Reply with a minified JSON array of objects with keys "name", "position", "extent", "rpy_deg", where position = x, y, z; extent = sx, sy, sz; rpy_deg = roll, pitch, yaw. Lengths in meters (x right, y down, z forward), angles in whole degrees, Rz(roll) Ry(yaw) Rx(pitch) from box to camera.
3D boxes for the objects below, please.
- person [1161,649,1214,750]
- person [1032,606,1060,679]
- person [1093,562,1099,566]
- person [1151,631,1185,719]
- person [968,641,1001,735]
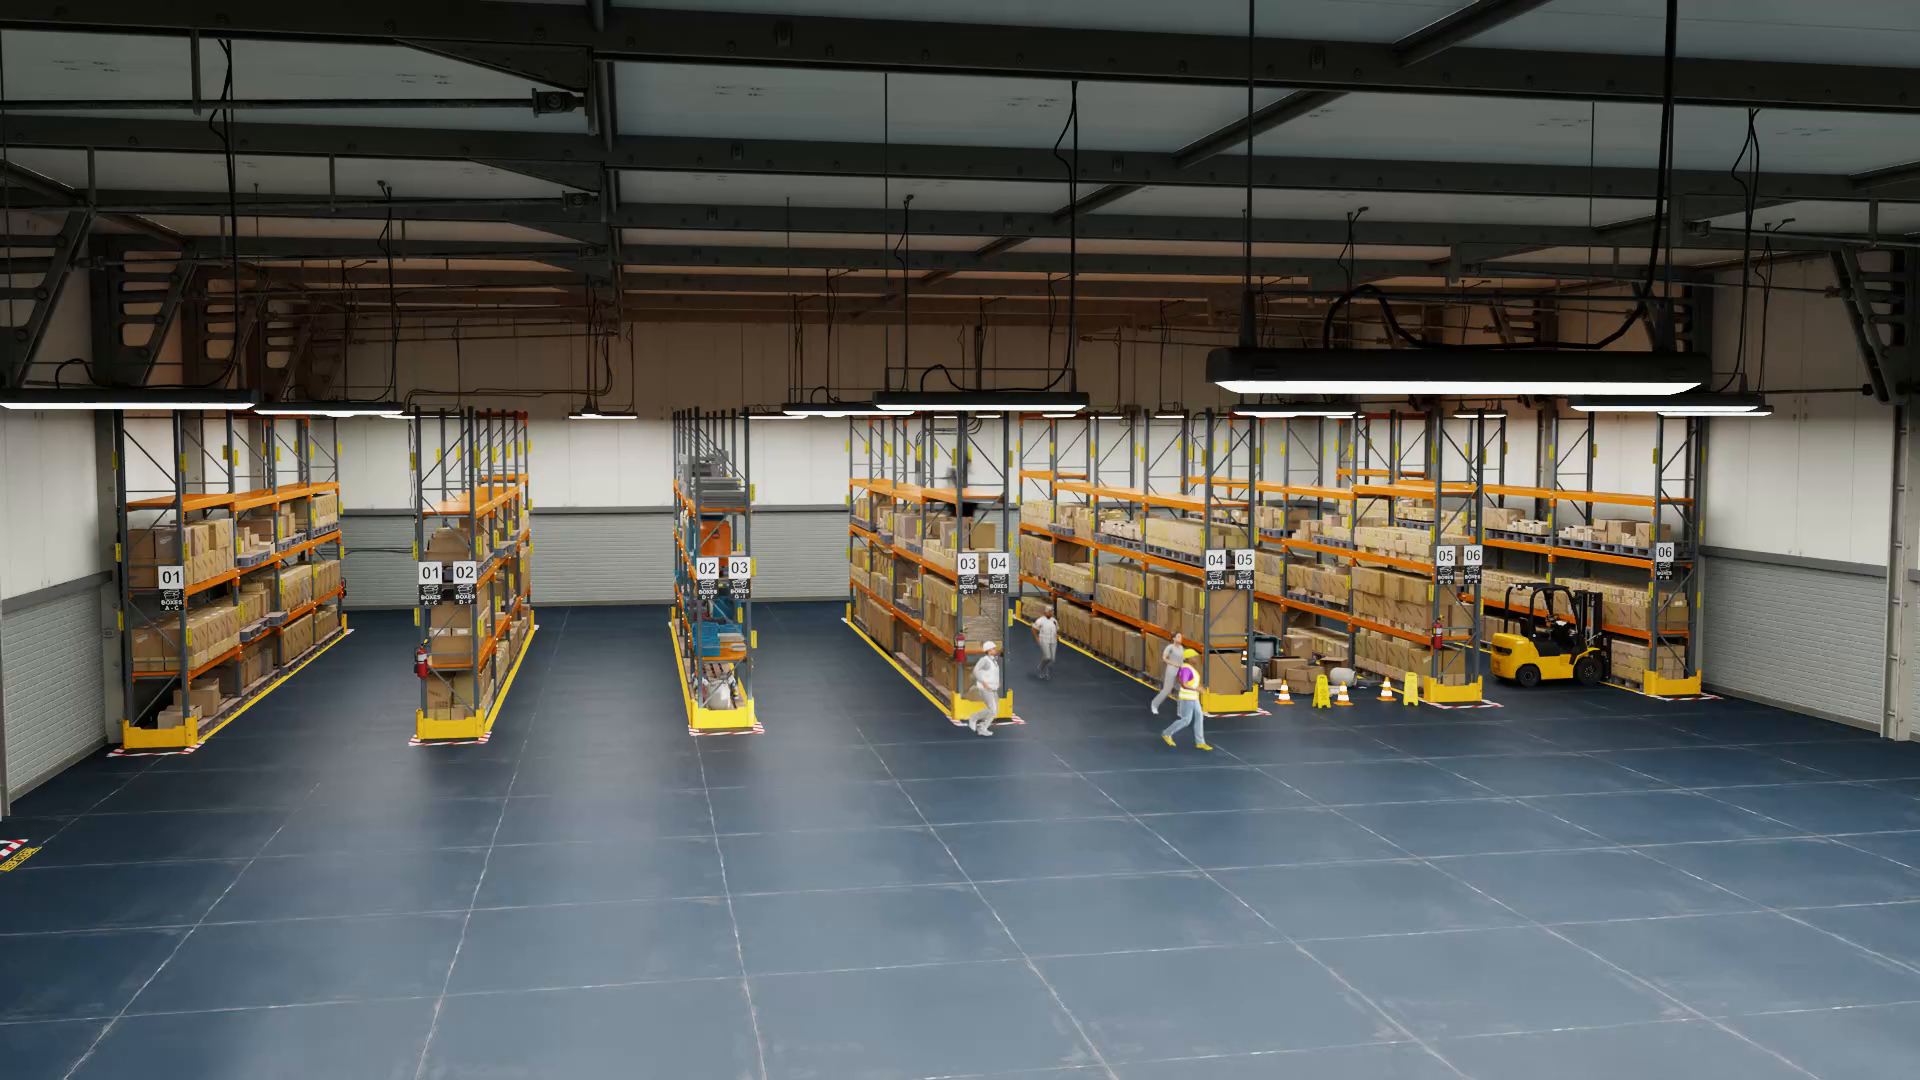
[{"name":"person","position":[3.966,2.778,28.986],"extent":[0.911,1.772,0.696],"rpy_deg":[1,4,19]},{"name":"person","position":[1.955,2.281,36.837],"extent":[0.592,1.627,0.598],"rpy_deg":[-2,4,-24]},{"name":"person","position":[3.903,1.490,47.951],"extent":[0.555,1.723,0.785],"rpy_deg":[-1,4,-12]},{"name":"person","position":[4.176,2.595,32.226],"extent":[0.621,1.666,0.928],"rpy_deg":[-3,5,-36]},{"name":"person","position":[0.501,2.709,30.529],"extent":[0.554,1.687,0.670],"rpy_deg":[2,4,24]}]
